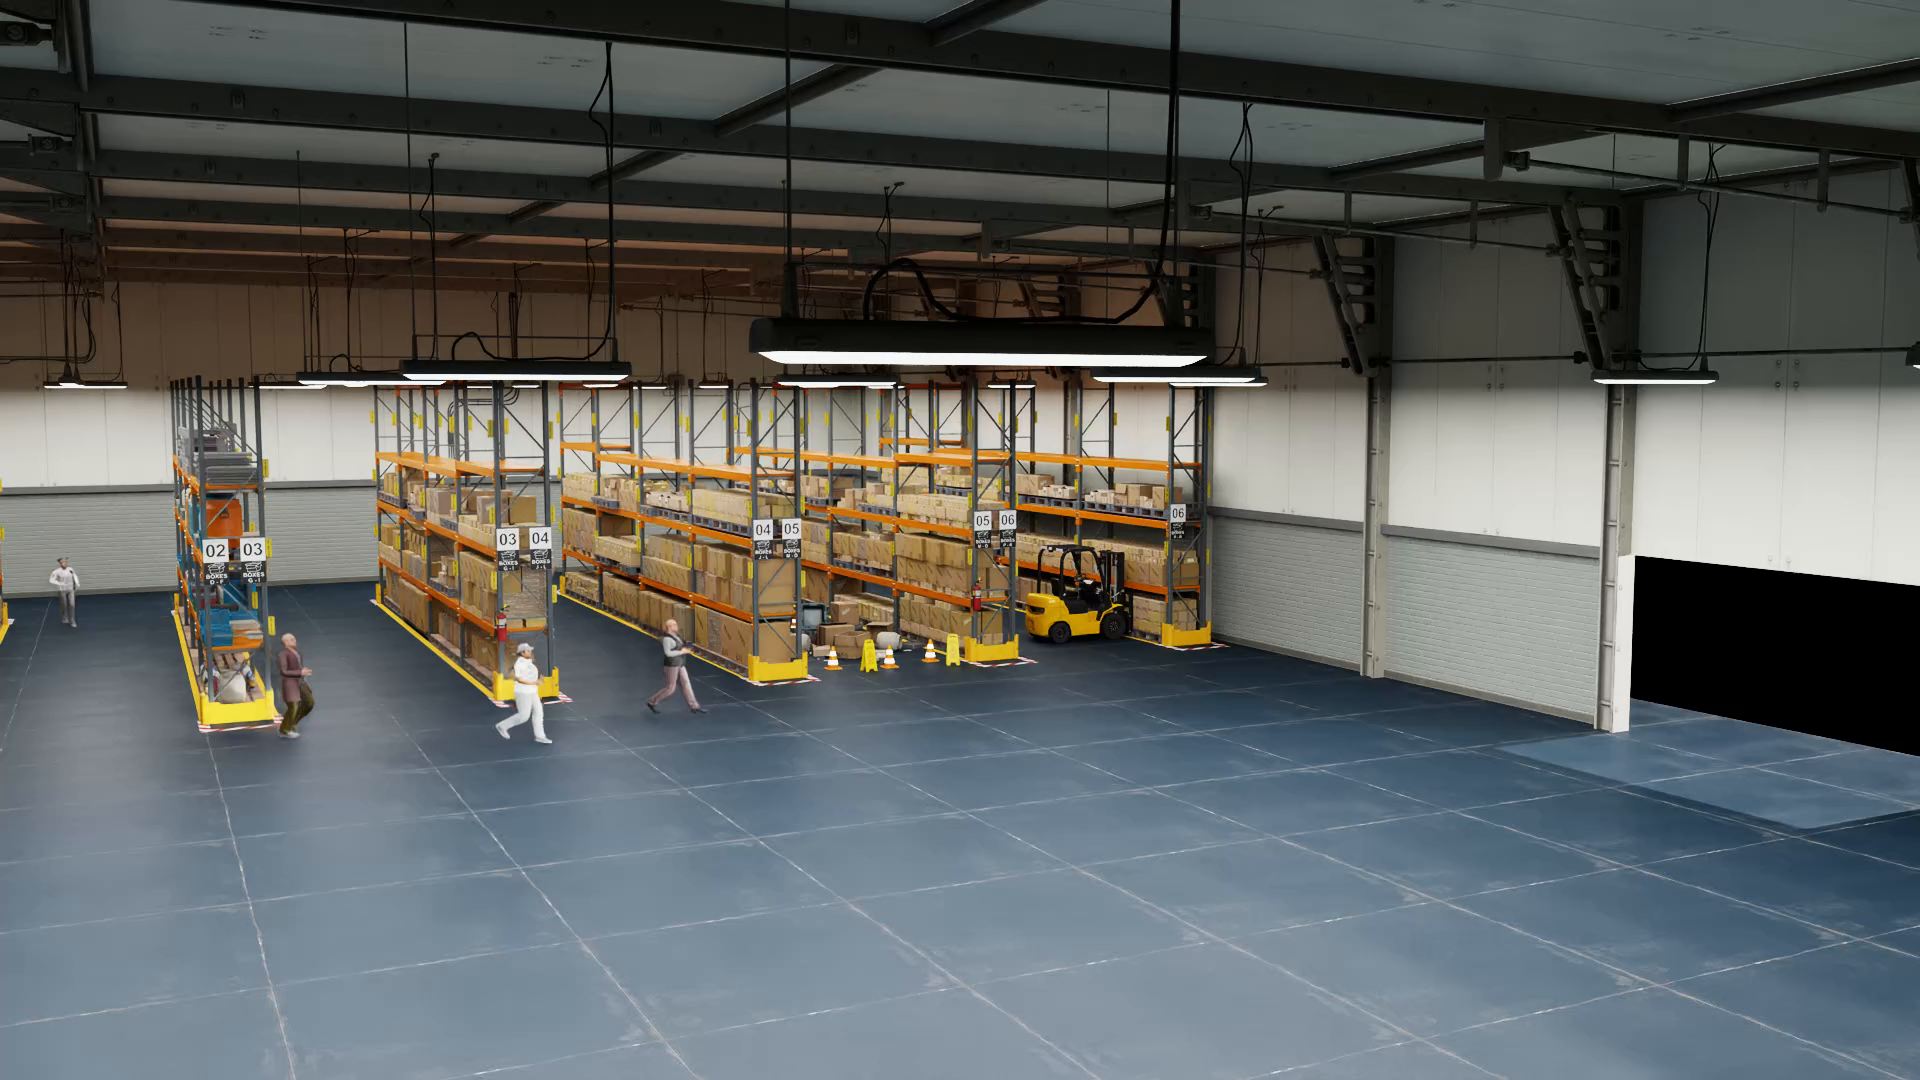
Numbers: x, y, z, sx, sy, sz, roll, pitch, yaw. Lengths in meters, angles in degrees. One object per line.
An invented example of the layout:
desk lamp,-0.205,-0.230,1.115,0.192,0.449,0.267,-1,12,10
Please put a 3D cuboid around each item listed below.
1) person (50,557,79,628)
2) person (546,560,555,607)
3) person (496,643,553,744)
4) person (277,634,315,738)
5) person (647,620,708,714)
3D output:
person,-21.882,1.271,40.659,0.814,1.743,0.654,5,7,44
person,-10.926,1.011,43.669,0.581,1.616,0.763,-2,5,-17
person,-7.082,2.501,26.999,0.896,1.668,0.610,0,5,0
person,-10.979,2.405,27.454,0.665,1.740,0.700,1,5,10
person,-4.989,2.232,29.292,1.066,1.674,0.666,1,5,12
